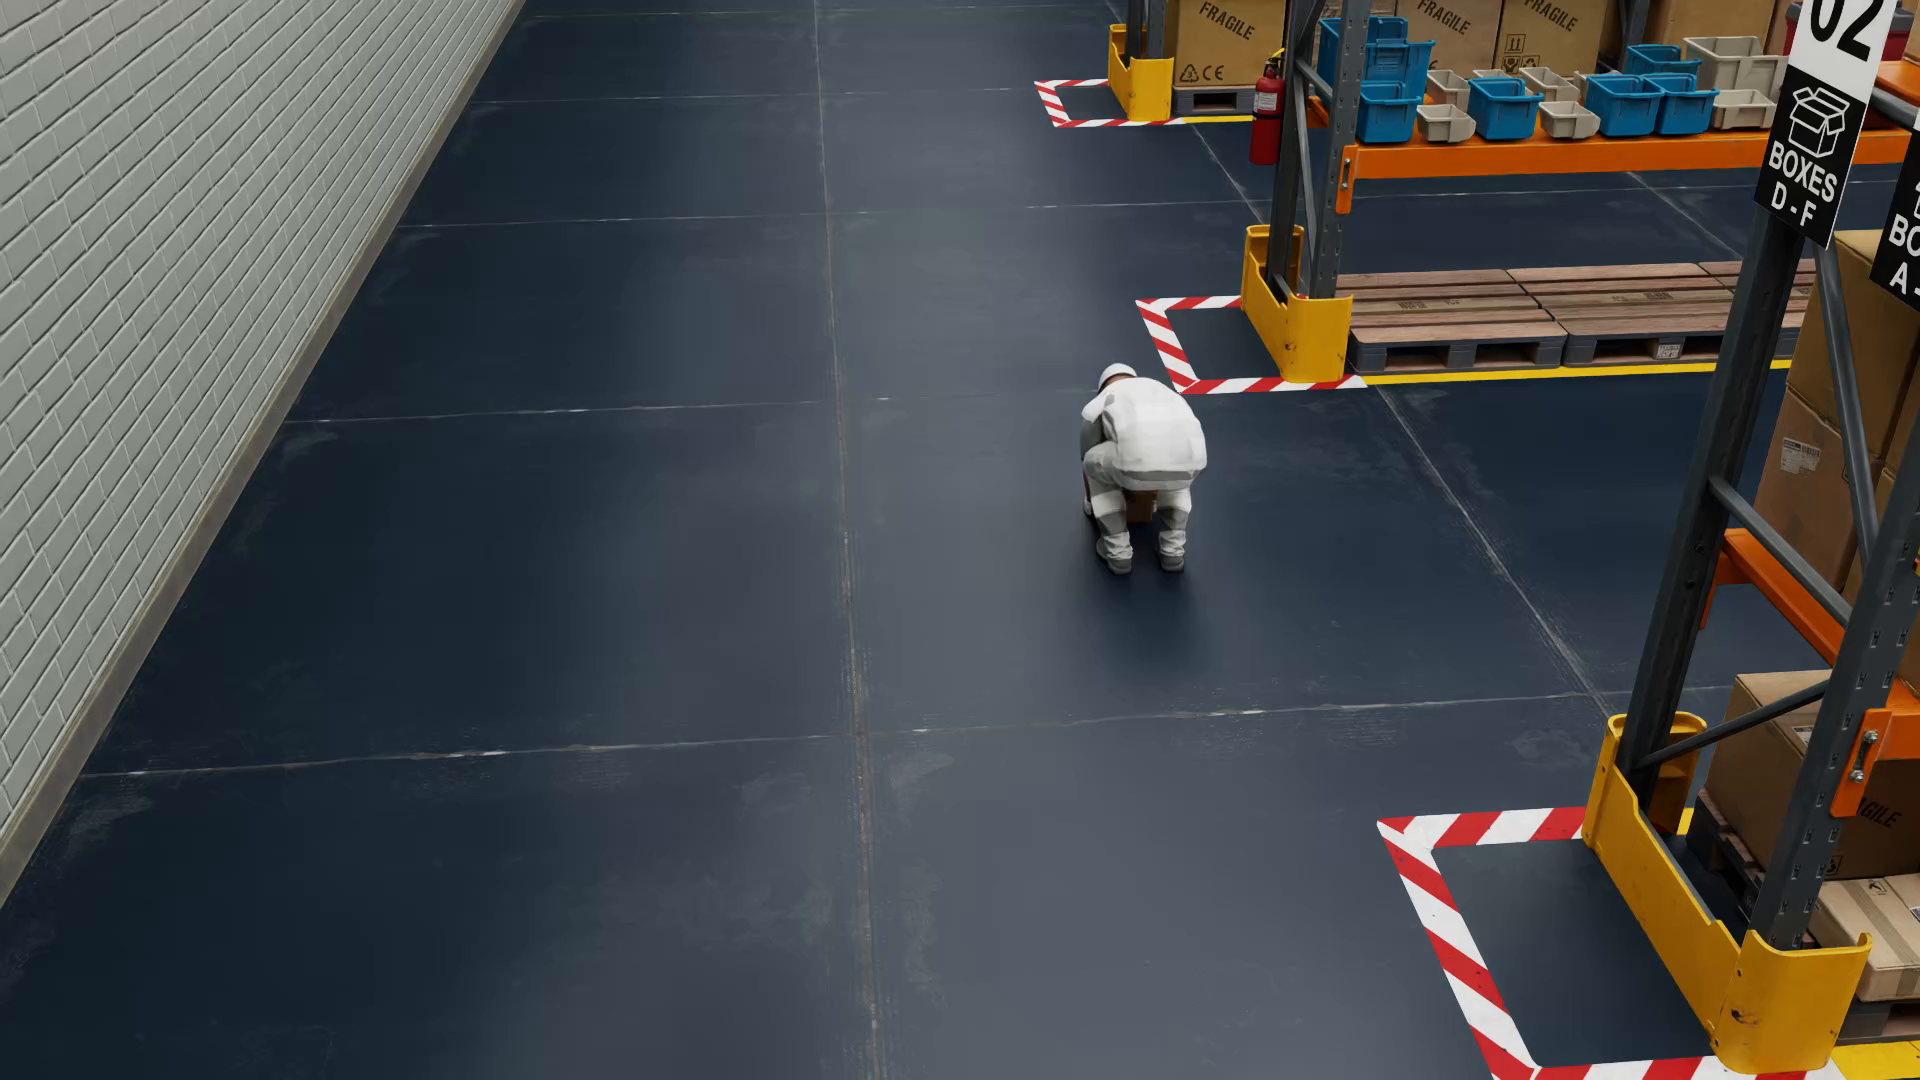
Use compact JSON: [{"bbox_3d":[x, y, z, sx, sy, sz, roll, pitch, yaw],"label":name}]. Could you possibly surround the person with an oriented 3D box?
[{"bbox_3d":[0.820,-0.340,7.637,0.531,0.856,0.966,-4,31,-6],"label":"person"}]
